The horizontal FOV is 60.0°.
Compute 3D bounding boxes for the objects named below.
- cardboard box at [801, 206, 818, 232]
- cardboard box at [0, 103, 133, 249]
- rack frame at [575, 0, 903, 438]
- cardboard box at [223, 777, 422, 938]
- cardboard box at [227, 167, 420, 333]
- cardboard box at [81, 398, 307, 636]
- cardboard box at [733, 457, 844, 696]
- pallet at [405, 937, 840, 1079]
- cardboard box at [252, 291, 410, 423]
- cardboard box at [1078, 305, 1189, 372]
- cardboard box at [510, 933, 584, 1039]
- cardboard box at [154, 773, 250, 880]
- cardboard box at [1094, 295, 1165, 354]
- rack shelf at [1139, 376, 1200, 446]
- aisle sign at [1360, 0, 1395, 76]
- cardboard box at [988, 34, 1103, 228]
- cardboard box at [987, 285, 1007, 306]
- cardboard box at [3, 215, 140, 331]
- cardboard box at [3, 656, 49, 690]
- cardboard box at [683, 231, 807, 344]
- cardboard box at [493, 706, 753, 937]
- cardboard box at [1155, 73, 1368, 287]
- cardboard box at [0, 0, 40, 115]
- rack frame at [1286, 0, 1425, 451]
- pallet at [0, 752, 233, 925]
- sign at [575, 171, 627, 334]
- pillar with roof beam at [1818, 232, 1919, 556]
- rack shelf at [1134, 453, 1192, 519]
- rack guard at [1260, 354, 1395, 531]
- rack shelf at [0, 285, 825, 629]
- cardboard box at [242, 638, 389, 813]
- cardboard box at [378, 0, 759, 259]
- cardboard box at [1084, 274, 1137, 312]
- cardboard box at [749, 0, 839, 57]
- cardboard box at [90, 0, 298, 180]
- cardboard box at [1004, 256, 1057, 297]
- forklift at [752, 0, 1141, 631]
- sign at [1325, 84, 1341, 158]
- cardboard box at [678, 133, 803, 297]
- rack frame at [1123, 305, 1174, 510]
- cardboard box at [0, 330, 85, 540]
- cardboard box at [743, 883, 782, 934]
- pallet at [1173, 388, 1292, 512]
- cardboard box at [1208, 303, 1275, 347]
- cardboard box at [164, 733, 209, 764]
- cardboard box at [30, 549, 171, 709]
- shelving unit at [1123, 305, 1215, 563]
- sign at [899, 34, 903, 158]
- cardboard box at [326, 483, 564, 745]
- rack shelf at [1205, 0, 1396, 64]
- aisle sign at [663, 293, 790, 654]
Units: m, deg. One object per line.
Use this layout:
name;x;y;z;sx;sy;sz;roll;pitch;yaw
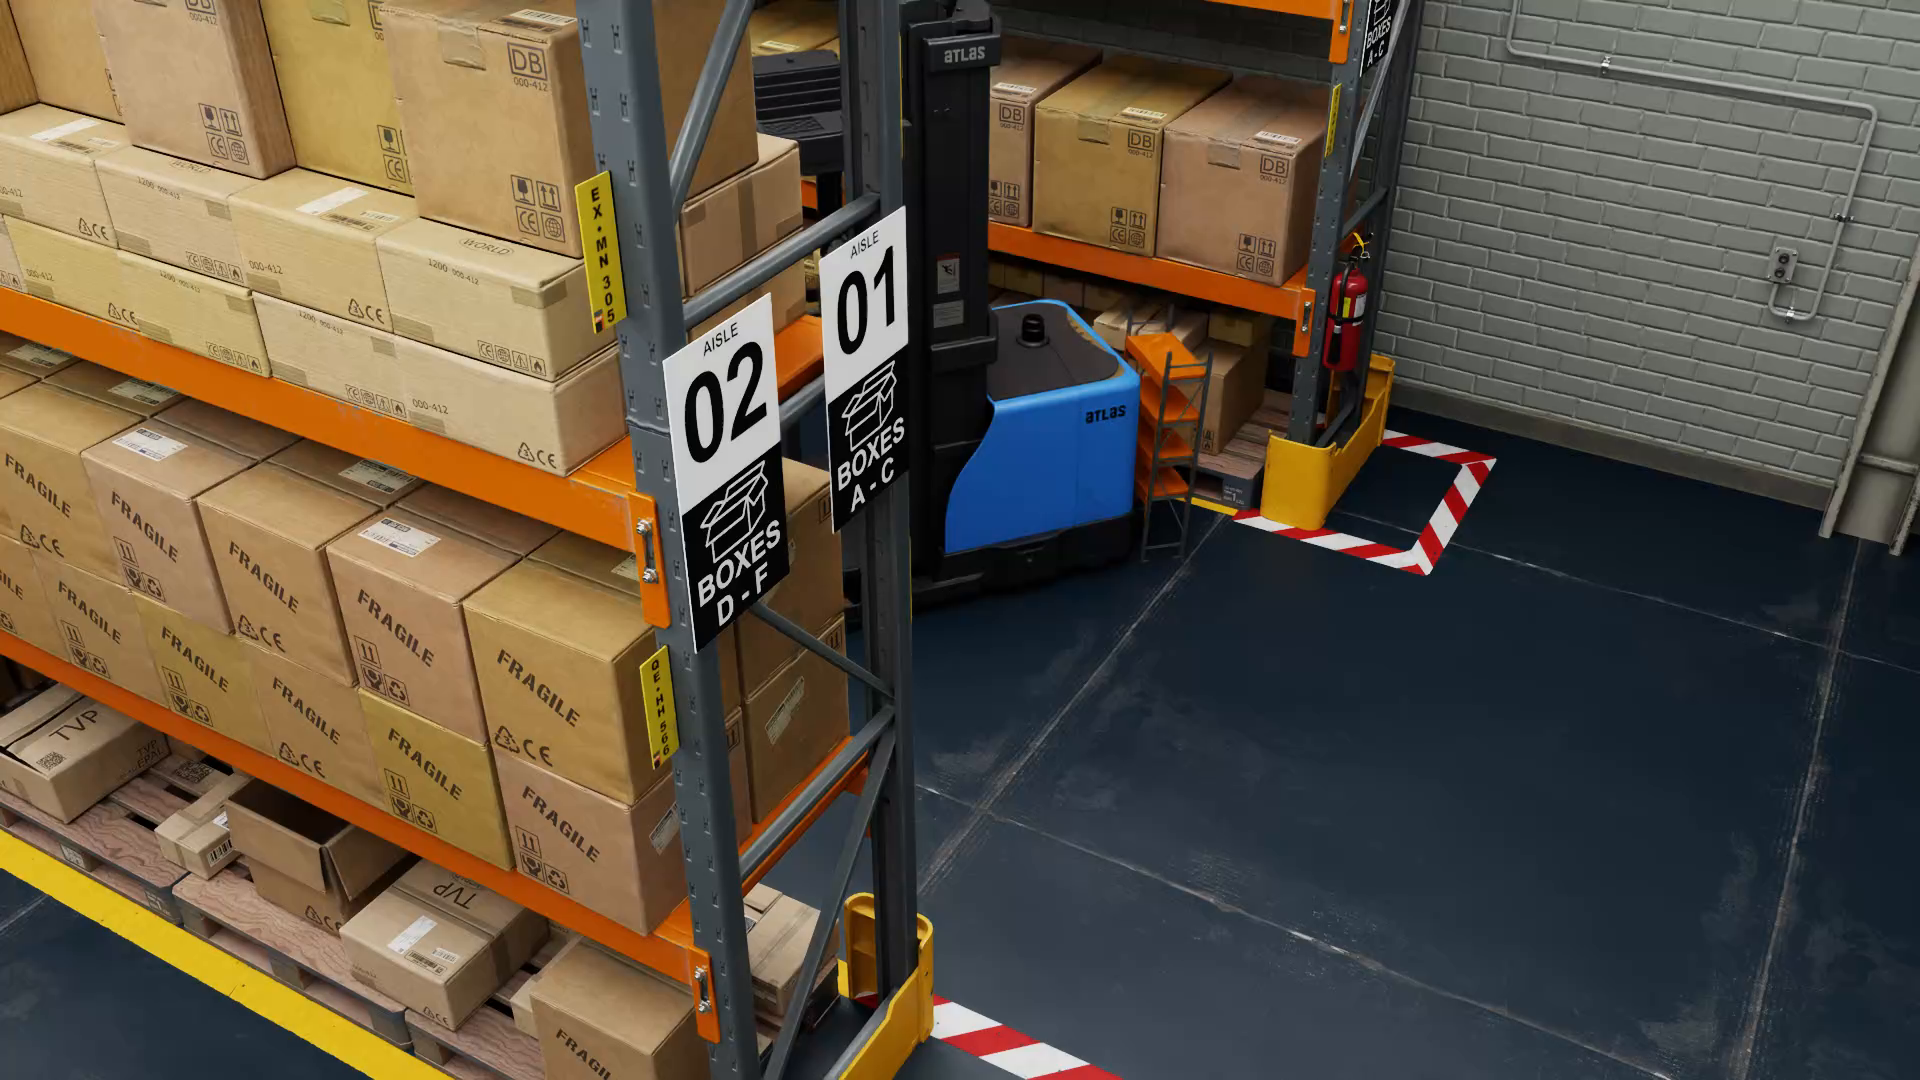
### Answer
cardboard box;-0.892;-2.003;10.343;0.250;0.149;0.380;17;37;24
cardboard box;-2.321;-1.057;4.610;0.500;0.250;0.500;18;37;24
rack frame;-0.445;-1.731;3.230;0.127;3.000;1.000;18;37;24
cardboard box;-2.284;1.036;6.343;0.637;0.503;0.797;18;37;24
cardboard box;-1.452;-0.784;4.199;0.500;0.250;0.500;18;37;24
cardboard box;-2.305;-0.102;5.204;0.500;0.500;0.500;19;38;26
cardboard box;-0.699;0.060;4.962;0.500;0.500;0.500;19;38;26
pallet;-1.203;1.687;6.026;1.213;0.211;1.003;18;37;24
cardboard box;-1.450;-0.577;4.339;0.500;0.250;0.500;18;37;24
cardboard box;0.918;-1.035;9.474;0.500;0.500;0.700;17;37;24
cardboard box;-1.346;1.577;5.835;0.250;0.166;0.380;18;37;24
cardboard box;-2.905;1.115;6.528;0.250;0.166;0.380;18;37;24
cardboard box;0.928;-1.185;9.114;0.250;0.149;0.380;19;38;26
rack shelf;1.007;-0.664;8.370;0.258;0.148;0.480;-7;34;-16
aisle sign;1.923;-2.536;7.507;0.004;0.787;0.394;18;37;24
cardboard box;0.268;-2.288;9.208;0.700;0.700;0.980;16;37;22
cardboard box;0.014;-1.316;9.896;0.500;0.500;0.700;18;38;25
cardboard box;-2.317;-0.853;4.754;0.500;0.250;0.500;18;37;24
cardboard box;-4.217;0.273;7.492;0.500;0.500;0.500;16;37;22
cardboard box;-0.765;-0.683;4.499;0.500;0.250;0.500;18;37;24
cardboard box;-0.969;0.733;4.853;0.500;0.500;0.500;19;38;26
cardboard box;1.562;-1.879;8.594;0.700;0.700;0.980;19;38;26
cardboard box;-2.676;-1.584;4.724;0.500;0.500;0.700;18;37;24
rack frame;2.010;-1.618;8.474;0.127;3.000;1.000;18;37;24
pallet;-3.322;1.016;7.033;1.213;0.211;1.003;18;37;24
sign;-0.738;-0.589;3.423;0.005;0.325;0.100;18;37;24
pillar with roof beam;2.647;-1.718;3.210;0.400;9.000;9.100;18;37;24
rack shelf;0.984;-0.309;8.598;0.258;0.148;0.480;-7;34;-16
rack guard;2.031;-0.571;9.157;0.348;0.500;1.175;18;37;24
rack shelf;-2.181;-0.733;5.087;4.000;0.370;1.077;18;37;24
cardboard box;-1.851;0.452;5.275;0.500;0.500;0.500;18;38;25
cardboard box;-0.899;-1.073;3.957;0.500;0.500;0.700;18;37;24
cardboard box;0.903;-1.437;9.493;0.250;0.149;0.380;18;38;25
cardboard box;-1.000;-2.686;9.807;0.700;0.700;0.980;18;38;25
cardboard box;-1.778;-1.338;4.354;0.500;0.500;0.700;18;37;24
cardboard box;0.459;-1.577;9.703;0.250;0.149;0.380;18;38;25
forklift;-0.679;-1.065;7.705;3.031;2.935;1.130;-12;36;-18
sign;1.729;-1.942;7.701;0.005;0.325;0.100;18;37;24
cardboard box;-0.762;-0.894;4.365;0.500;0.250;0.500;18;37;24
rack frame;0.928;-0.662;8.649;0.240;1.200;0.015;-7;34;-16
cardboard box;-3.200;-0.385;5.629;0.500;0.500;0.500;16;37;23
cardboard box;-0.855;1.413;6.081;0.250;0.166;0.380;18;37;24
pallet;1.277;-0.640;9.521;1.213;0.211;1.003;18;37;24
cardboard box;1.560;-1.229;9.181;0.250;0.149;0.380;18;38;25
cardboard box;-3.282;0.544;7.085;0.500;0.500;0.500;18;37;24
cardboard box;-2.731;0.174;5.692;0.500;0.500;0.500;17;37;24
shelving unit;0.999;-0.533;8.454;0.258;1.200;0.503;-7;34;-16
sign;-0.176;-1.107;4.211;0.005;0.325;0.100;18;37;24
cardboard box;-1.407;0.180;4.781;0.500;0.500;0.500;19;38;26
rack shelf;0.273;-3.118;8.668;4.000;0.370;1.077;18;37;24
aisle sign;-0.538;-0.149;3.923;0.004;0.787;0.394;18;37;24
